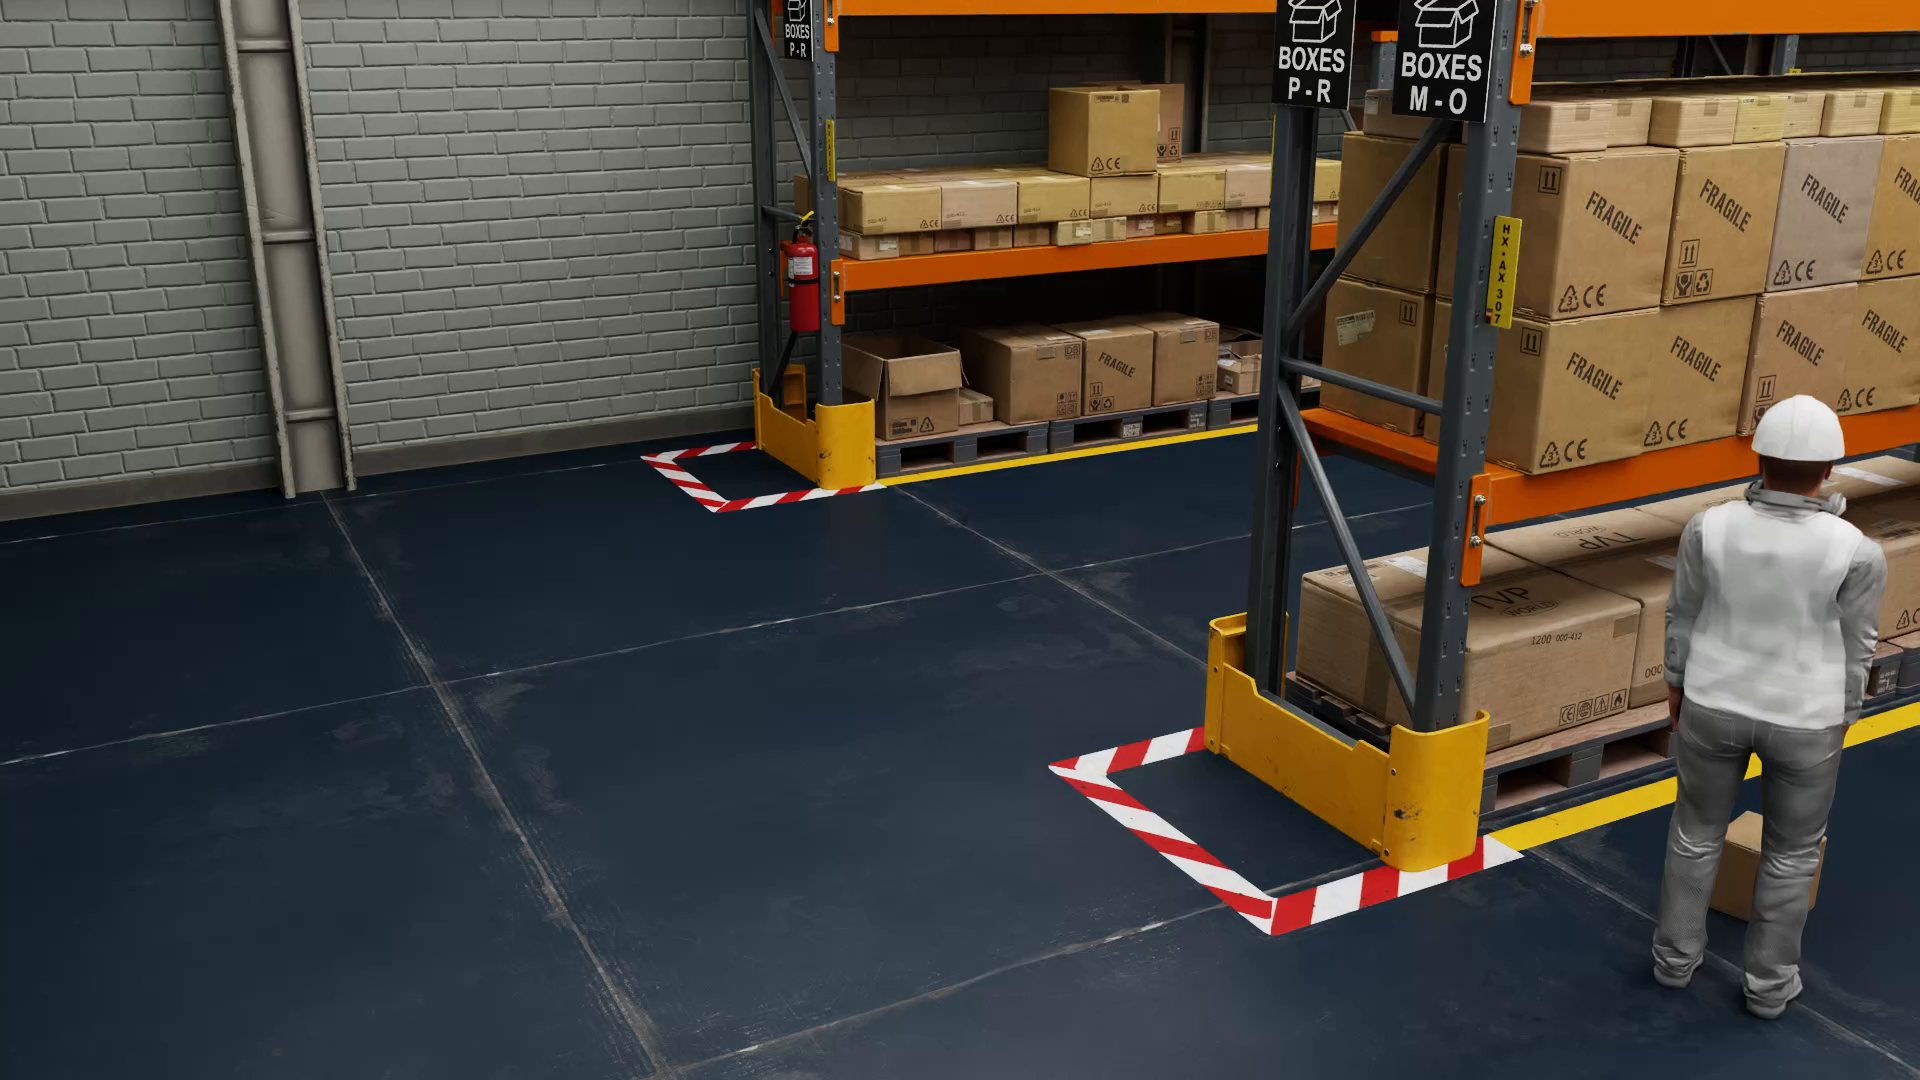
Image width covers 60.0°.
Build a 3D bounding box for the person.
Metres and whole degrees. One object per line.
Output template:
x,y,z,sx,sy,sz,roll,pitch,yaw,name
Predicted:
2.222,0.462,4.640,0.533,1.768,0.359,13,22,34,person
